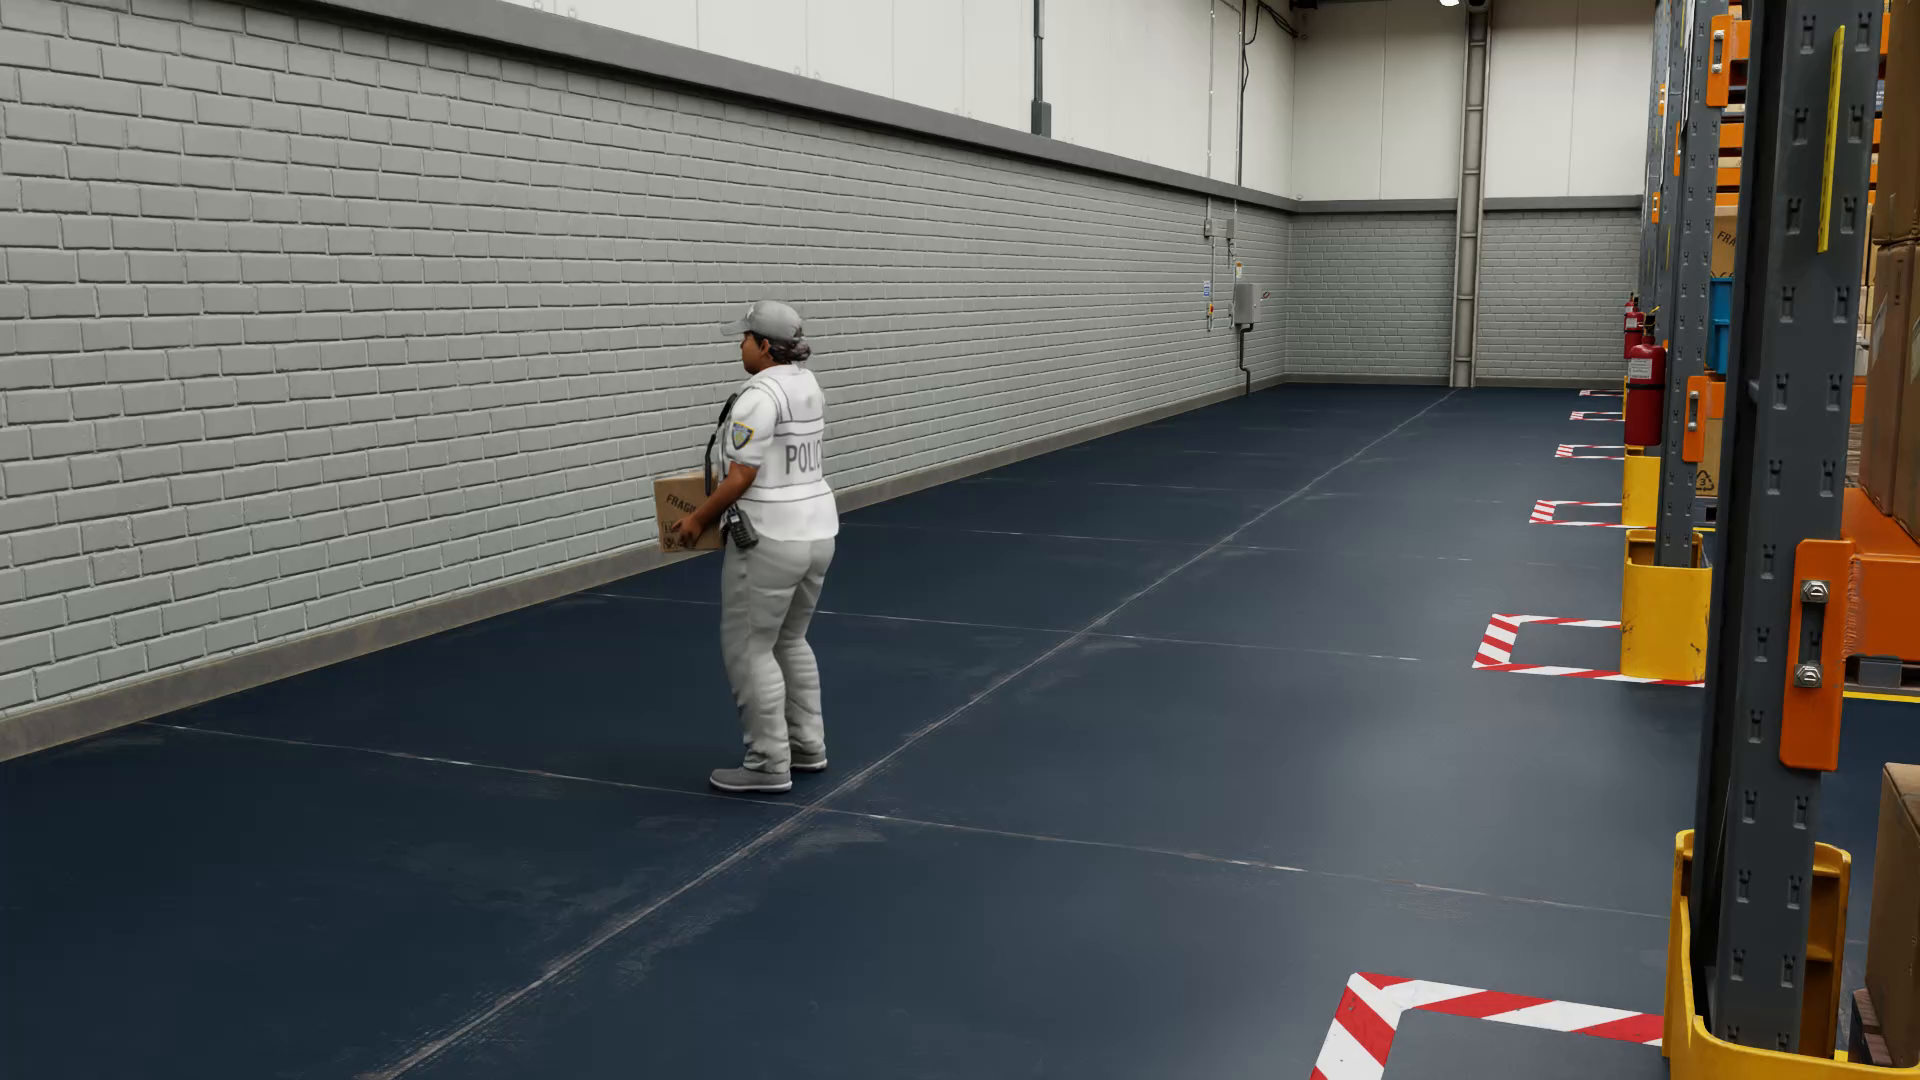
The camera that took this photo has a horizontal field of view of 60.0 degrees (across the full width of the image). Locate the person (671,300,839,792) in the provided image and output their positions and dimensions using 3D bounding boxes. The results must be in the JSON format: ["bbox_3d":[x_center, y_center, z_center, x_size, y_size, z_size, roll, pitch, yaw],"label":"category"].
[{"bbox_3d":[-0.698,0.014,5.735,0.523,1.668,0.480,3,9,21],"label":"person"}]
